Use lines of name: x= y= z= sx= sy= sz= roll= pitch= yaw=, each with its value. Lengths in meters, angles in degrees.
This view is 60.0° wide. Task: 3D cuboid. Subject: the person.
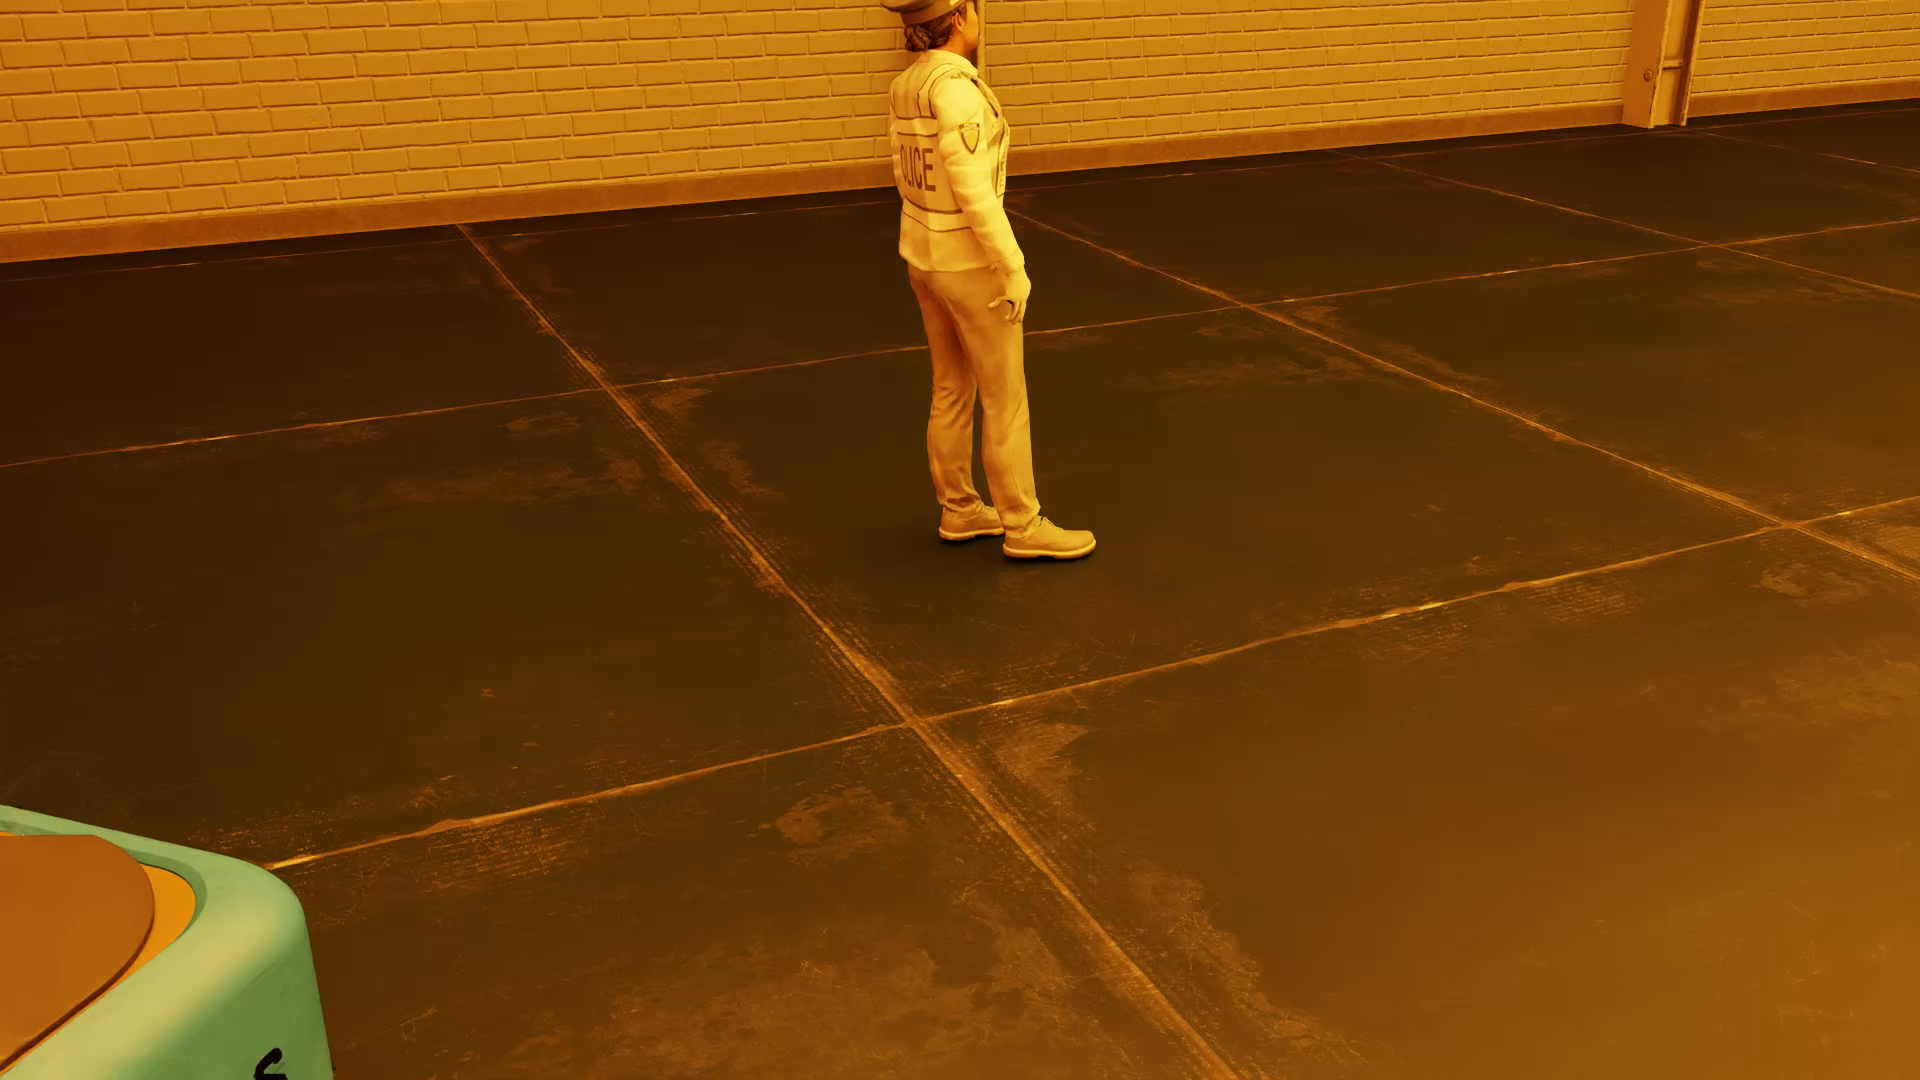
person: x=0.063 y=-0.798 z=4.800 sx=0.533 sy=1.696 sz=0.588 roll=-10 pitch=25 yaw=-23
